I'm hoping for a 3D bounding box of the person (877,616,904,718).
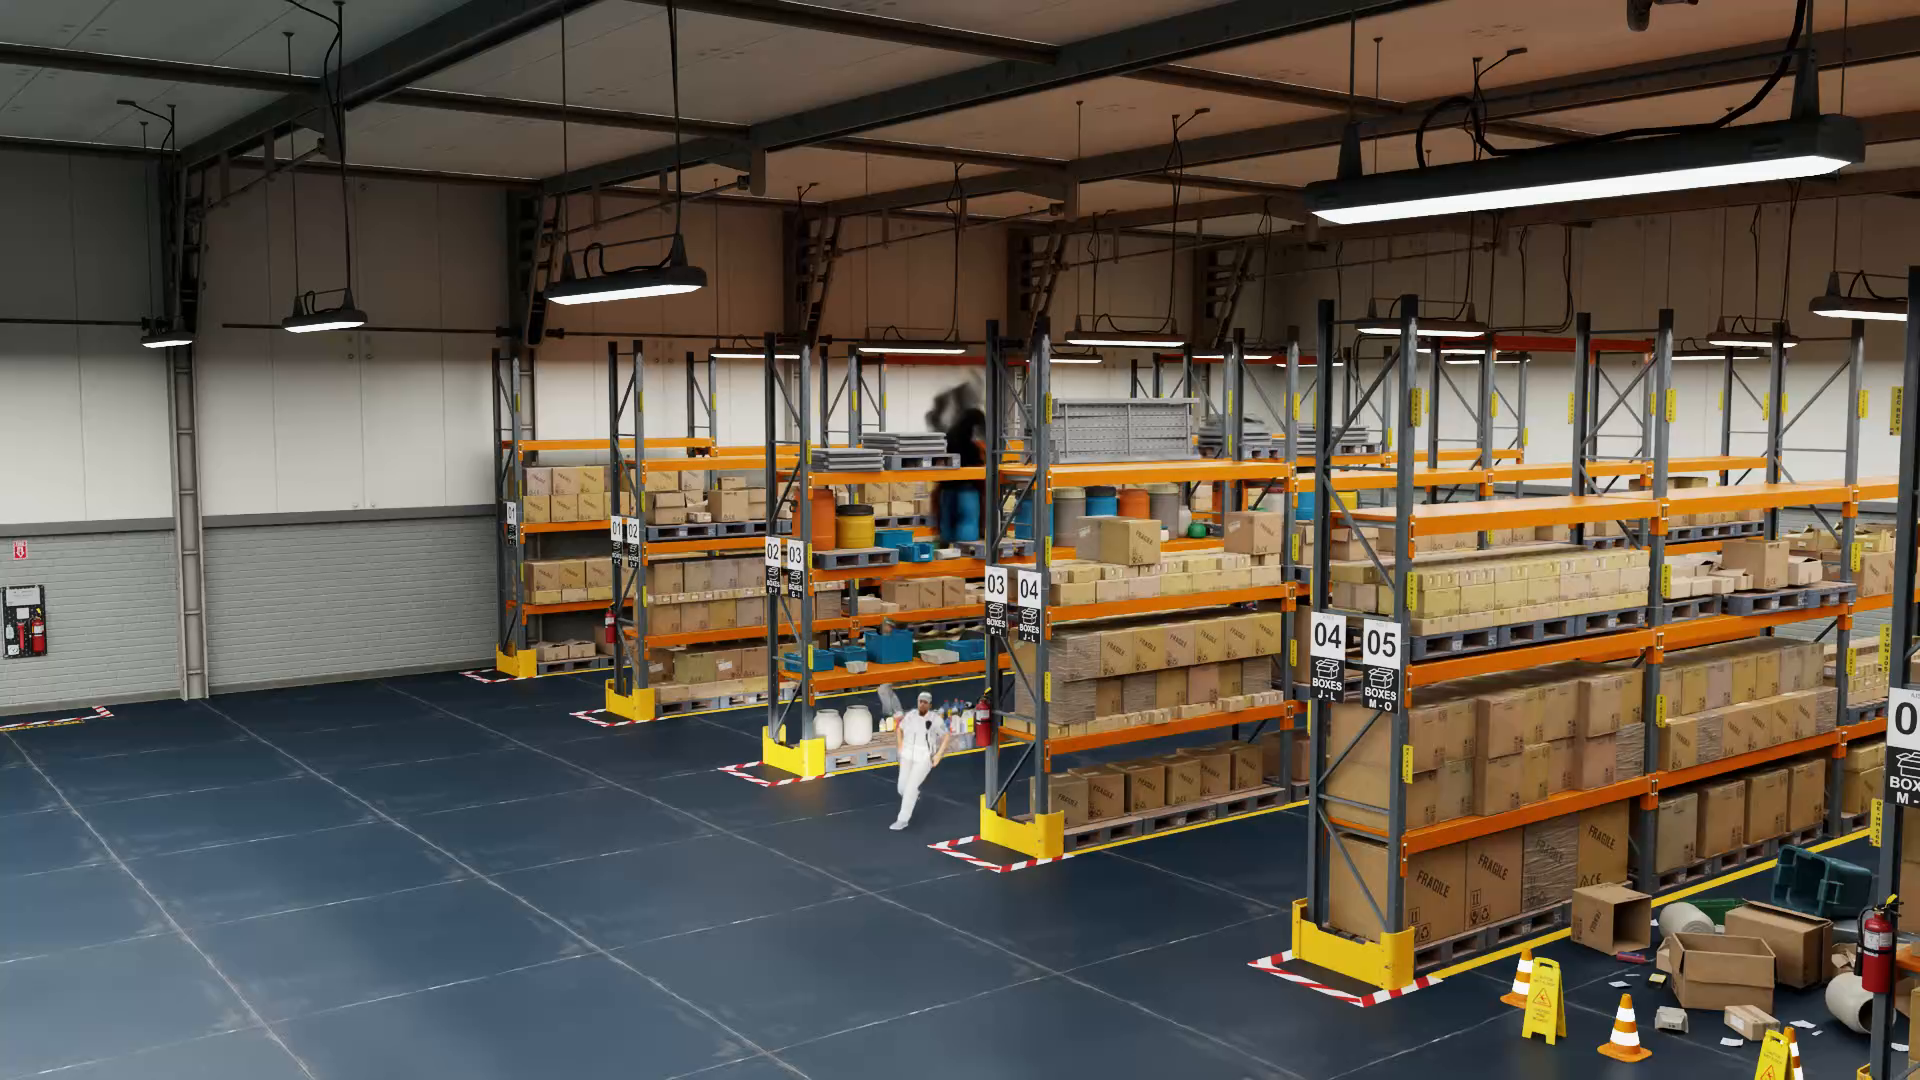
[{"bbox_3d":[-1.113,2.042,26.076,0.673,1.706,0.616,-4,7,-41],"label":"person"}]

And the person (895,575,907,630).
[{"bbox_3d":[-1.180,1.455,32.368,0.715,1.735,0.826,5,7,44],"label":"person"}]

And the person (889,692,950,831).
[{"bbox_3d":[-0.479,2.620,19.908,0.670,1.605,0.808,2,5,22],"label":"person"}]
